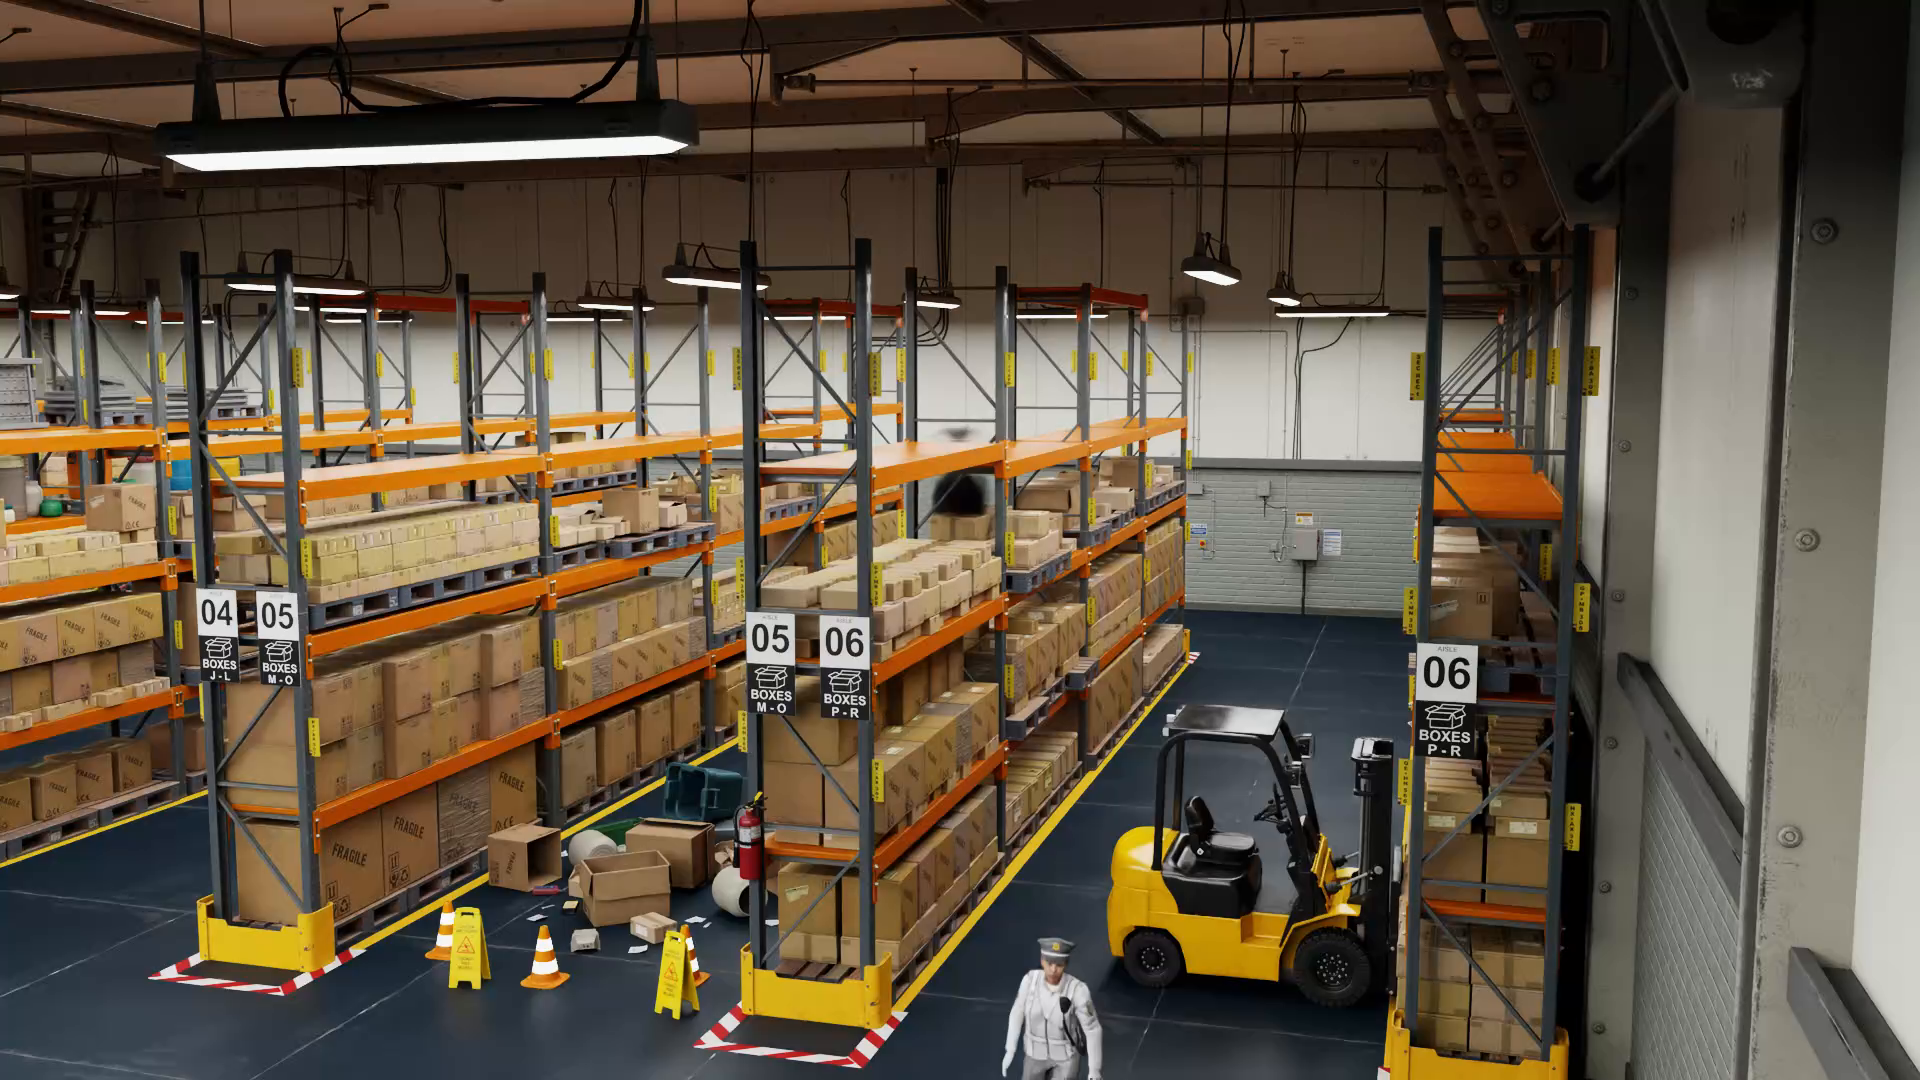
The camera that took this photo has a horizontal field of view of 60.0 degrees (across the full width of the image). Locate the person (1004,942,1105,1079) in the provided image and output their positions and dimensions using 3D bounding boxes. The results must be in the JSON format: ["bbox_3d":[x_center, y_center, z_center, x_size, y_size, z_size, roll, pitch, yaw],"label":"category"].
[{"bbox_3d":[0.615,3.215,10.417,0.633,1.615,0.713,2,7,13],"label":"person"}]
